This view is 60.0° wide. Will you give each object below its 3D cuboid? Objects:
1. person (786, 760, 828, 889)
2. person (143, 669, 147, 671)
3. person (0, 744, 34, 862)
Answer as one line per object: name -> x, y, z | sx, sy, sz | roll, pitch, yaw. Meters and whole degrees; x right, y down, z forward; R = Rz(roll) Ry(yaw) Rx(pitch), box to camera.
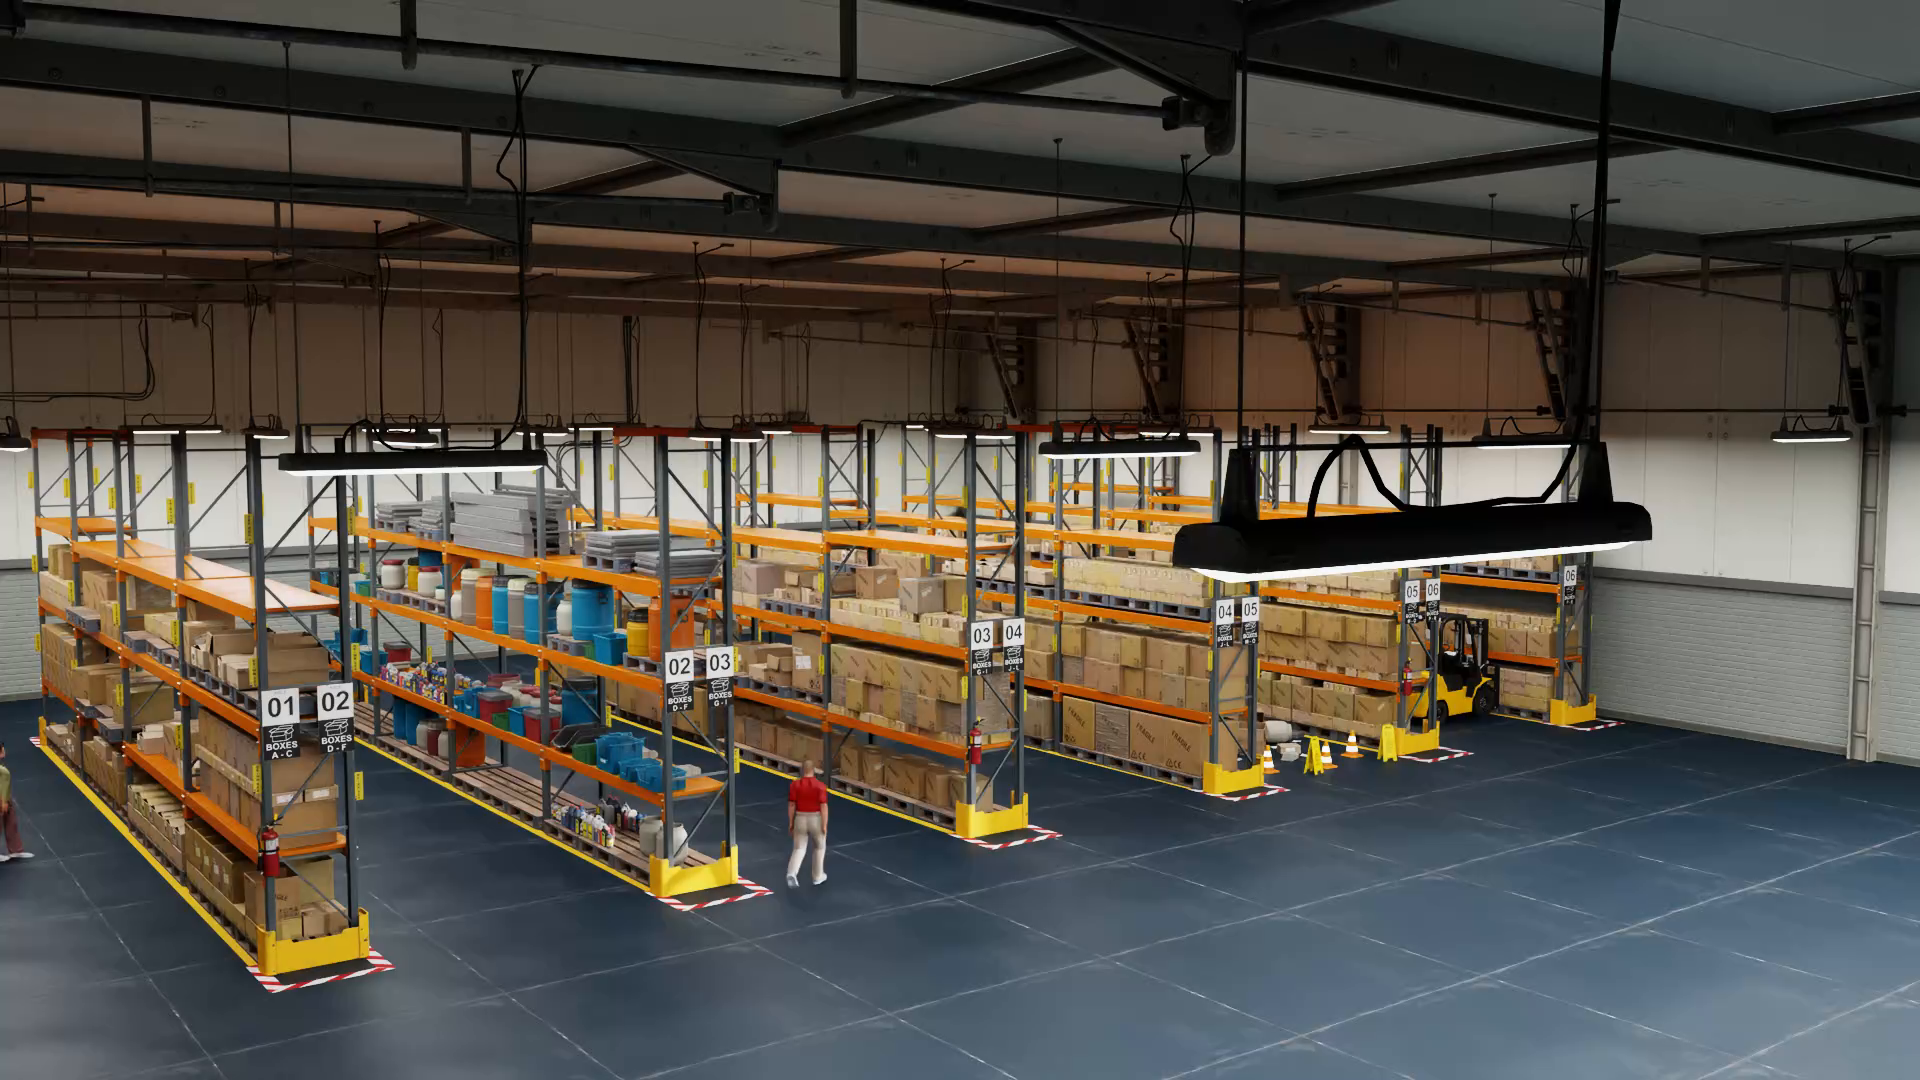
person -> -2.004, 3.745, 21.934 | 0.548, 1.692, 0.887 | 1, 5, 9
person -> -16.451, 2.825, 33.169 | 0.621, 1.774, 0.385 | 2, 5, 19
person -> -13.385, 3.681, 23.301 | 0.540, 1.685, 0.460 | -1, 5, -9
